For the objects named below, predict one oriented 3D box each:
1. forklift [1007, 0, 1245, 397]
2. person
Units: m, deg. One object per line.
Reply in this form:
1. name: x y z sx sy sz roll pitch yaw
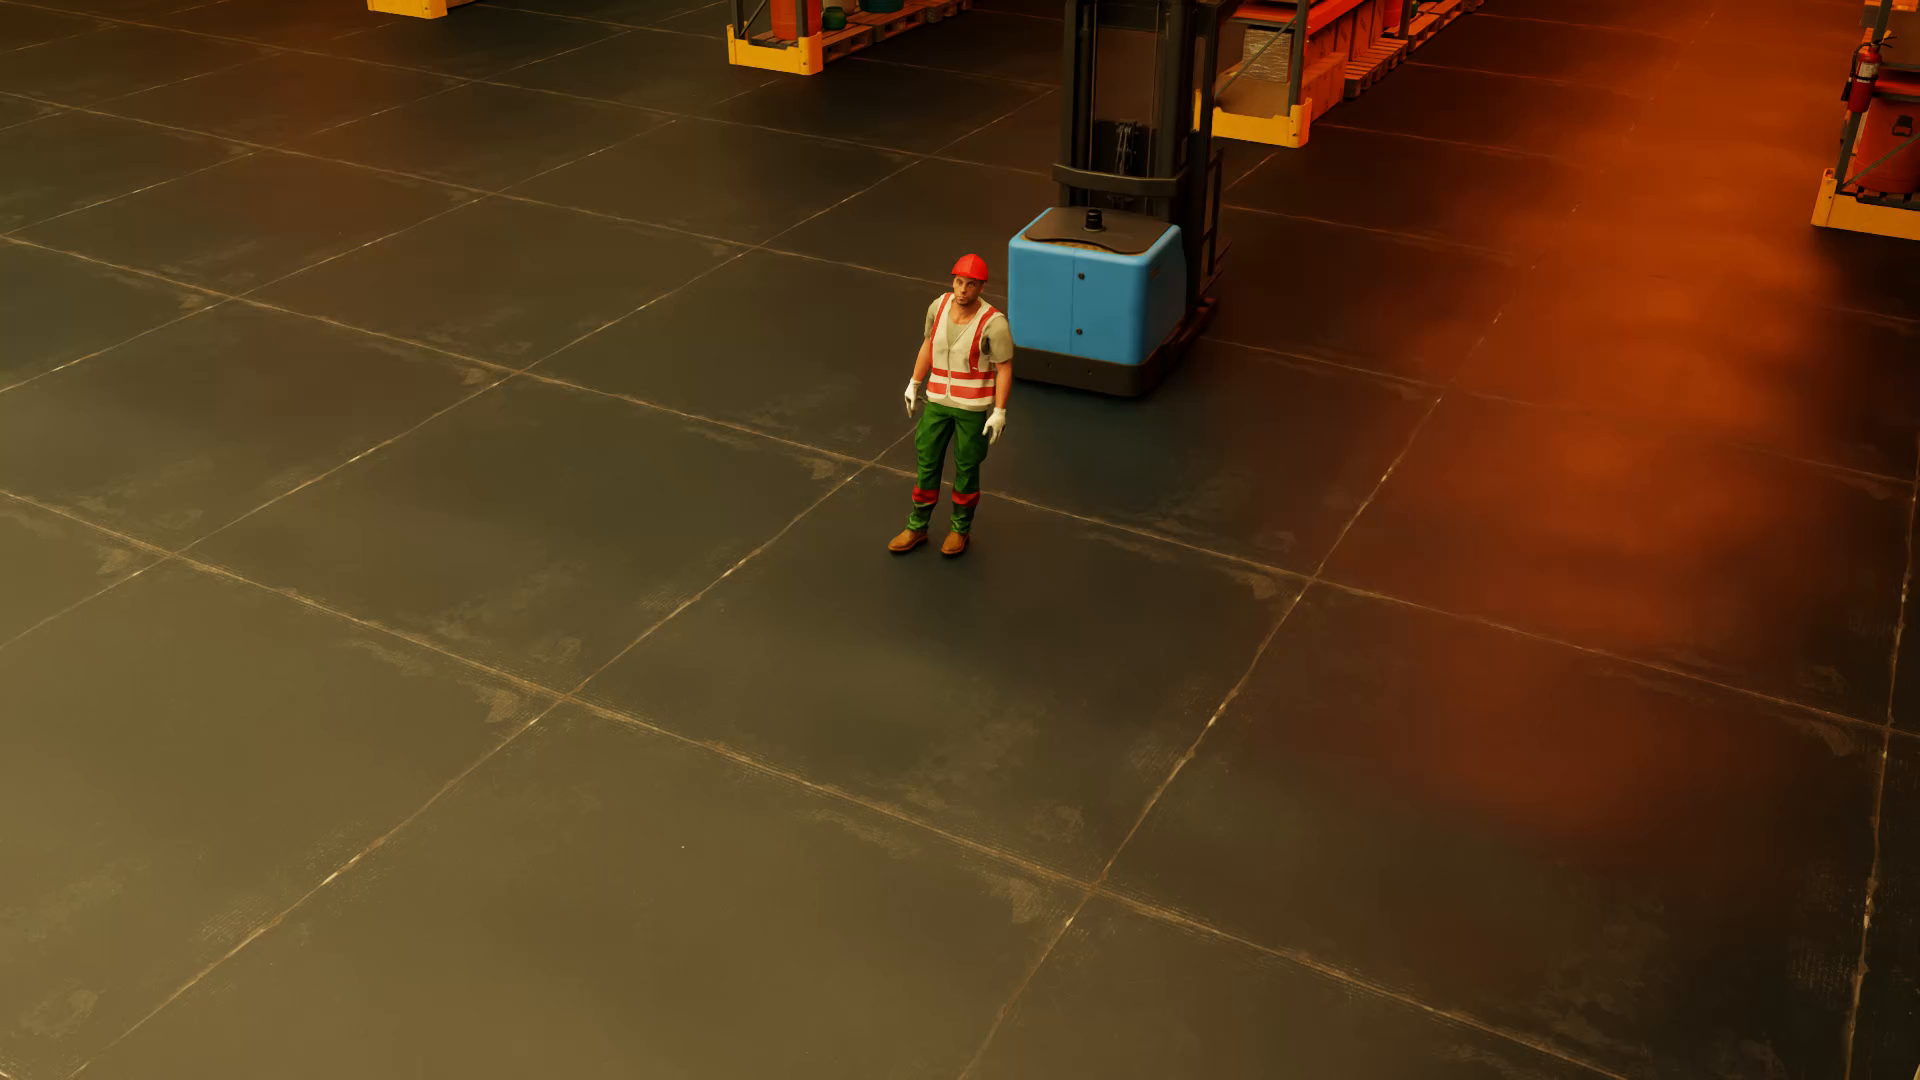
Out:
1. forklift: 1.374 -2.982 12.237 1.130 2.935 3.031 12 32 20
2. person: -0.049 -0.749 9.497 0.637 1.787 0.564 15 33 25
